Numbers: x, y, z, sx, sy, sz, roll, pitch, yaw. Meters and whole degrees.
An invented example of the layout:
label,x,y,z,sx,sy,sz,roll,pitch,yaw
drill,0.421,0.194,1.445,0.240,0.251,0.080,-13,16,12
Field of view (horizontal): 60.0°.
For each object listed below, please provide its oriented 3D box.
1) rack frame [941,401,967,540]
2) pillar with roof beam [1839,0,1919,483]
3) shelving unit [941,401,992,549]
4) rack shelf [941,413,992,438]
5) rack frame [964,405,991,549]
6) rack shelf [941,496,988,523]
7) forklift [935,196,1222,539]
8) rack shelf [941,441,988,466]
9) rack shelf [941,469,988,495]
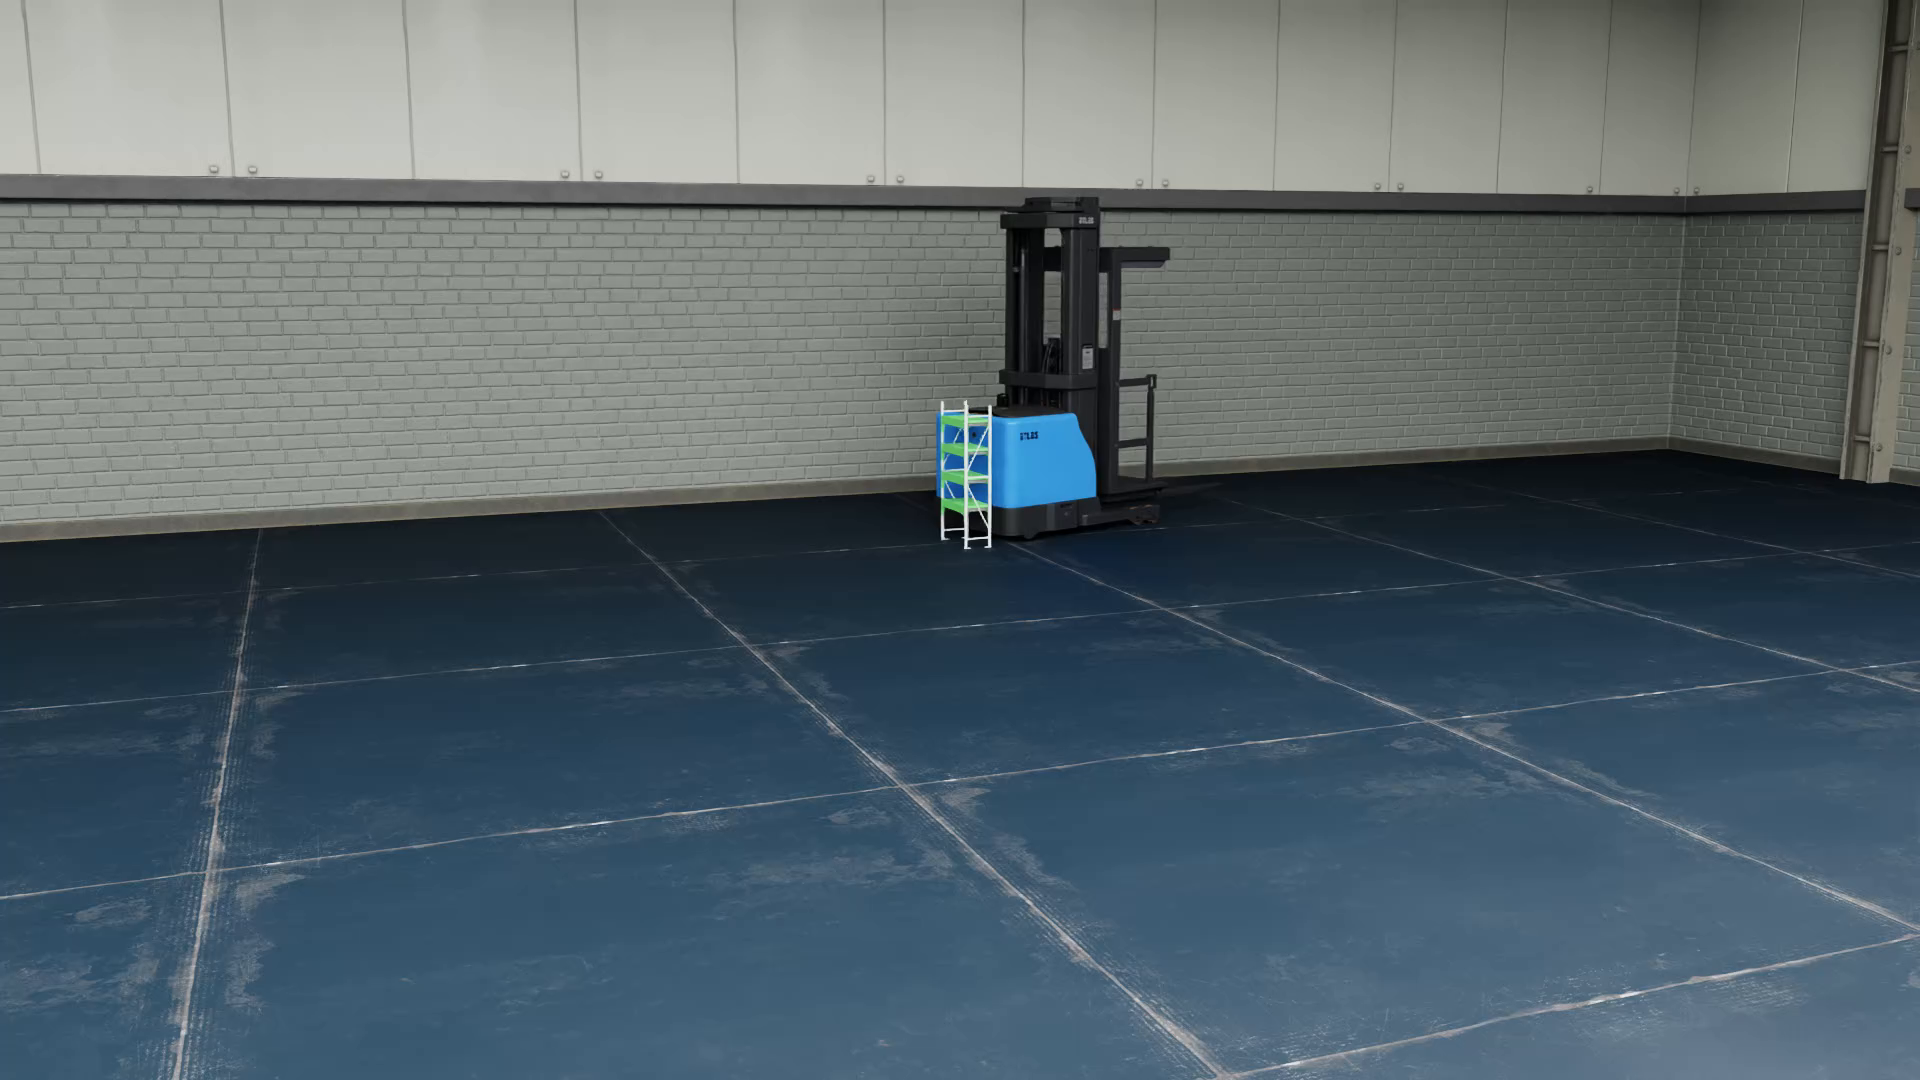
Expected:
label,x,y,z,sx,sy,sz,roll,pitch,yaw
rack frame,-0.052,-0.601,14.370,0.240,1.200,0.015,-5,11,-24
pillar with roof beam,5.823,-4.808,15.754,9.100,9.000,0.400,-4,11,-21
shelving unit,0.049,-0.562,14.152,0.258,1.200,0.503,-5,11,-24
rack shelf,0.049,-0.971,14.079,0.258,0.148,0.480,-5,11,-24
rack frame,0.149,-0.523,13.933,0.240,1.200,0.015,-5,11,-24
rack shelf,0.049,-0.262,14.205,0.258,0.148,0.480,-5,11,-24
forklift,1.212,-1.641,15.274,3.031,2.935,1.130,-9,13,-41
rack shelf,0.049,-0.735,14.121,0.258,0.148,0.480,-5,11,-24
rack shelf,0.049,-0.499,14.163,0.258,0.148,0.480,-5,11,-24
